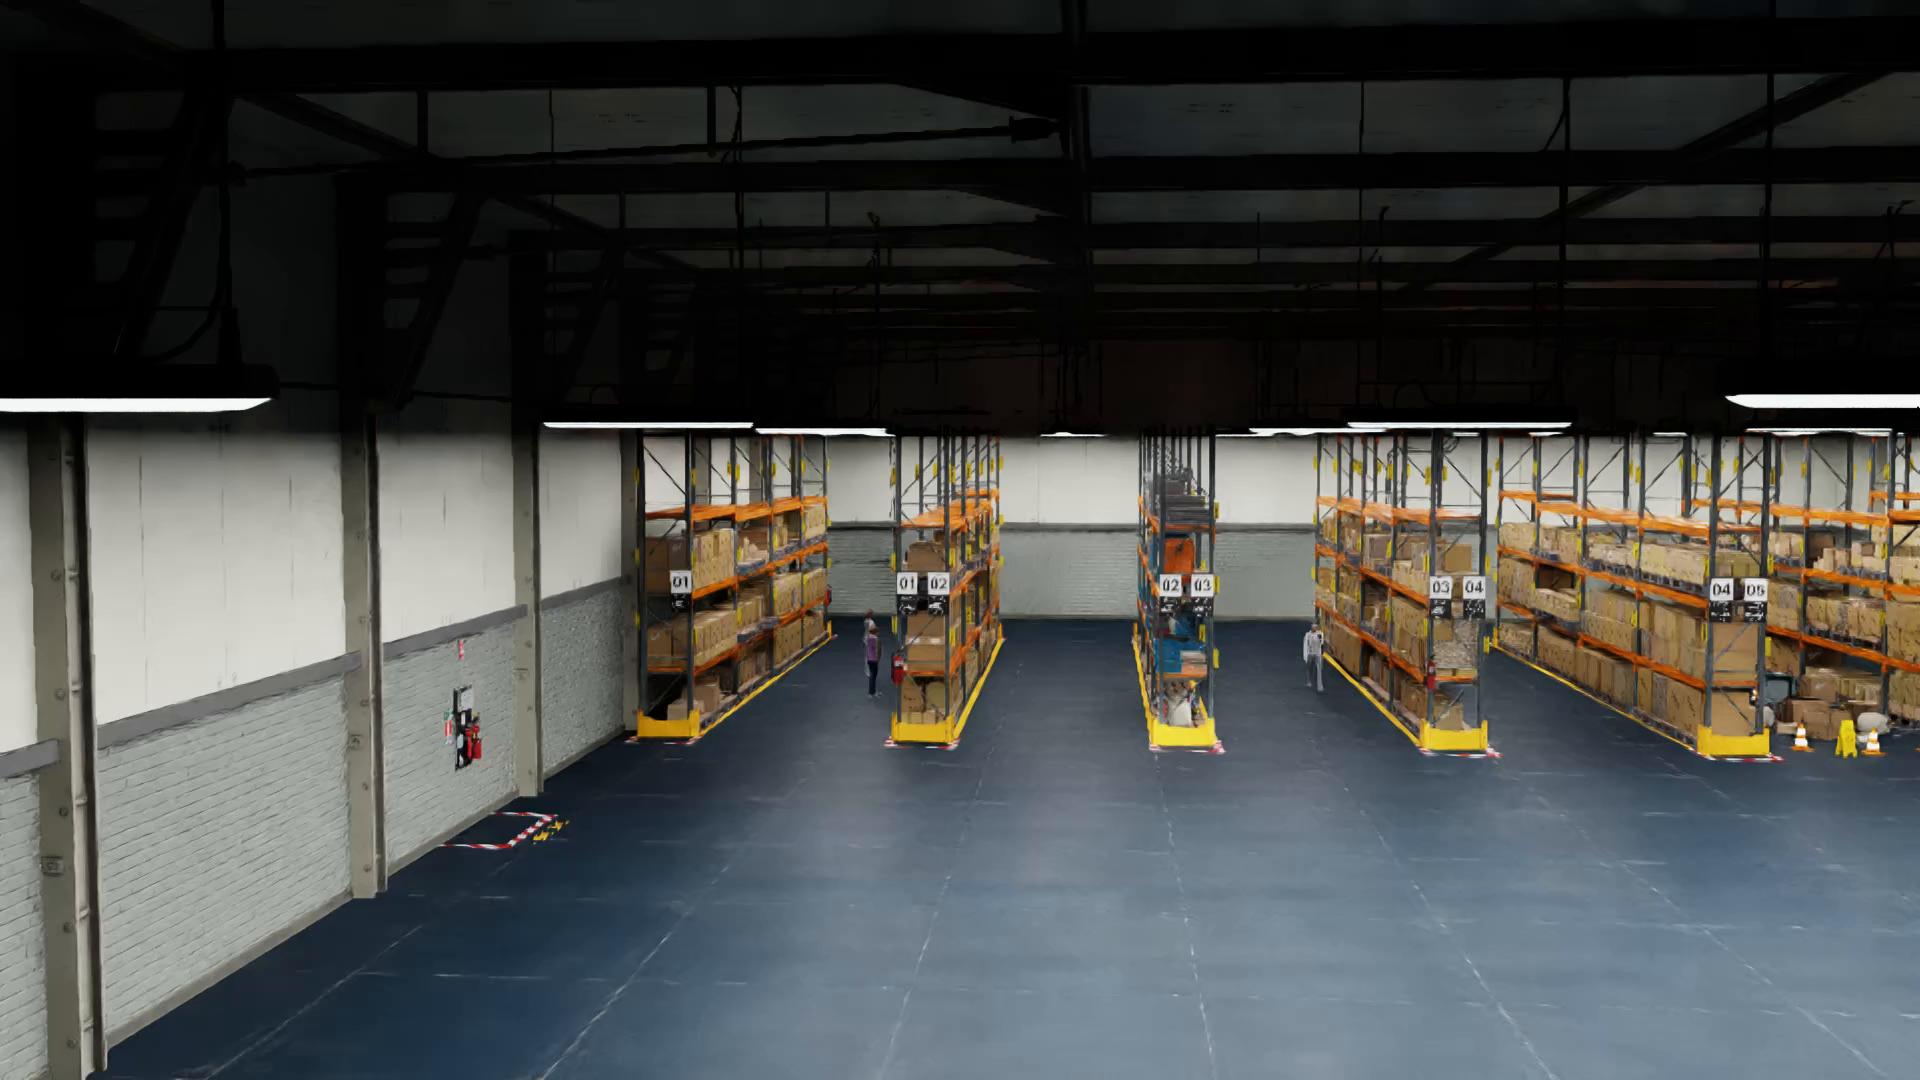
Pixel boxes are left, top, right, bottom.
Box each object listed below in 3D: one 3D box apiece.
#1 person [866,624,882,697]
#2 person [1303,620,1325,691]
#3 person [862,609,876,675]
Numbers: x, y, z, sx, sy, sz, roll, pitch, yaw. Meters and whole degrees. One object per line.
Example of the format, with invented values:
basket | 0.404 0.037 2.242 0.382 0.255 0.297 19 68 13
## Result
person | -1.884 2.668 36.852 0.399 1.602 0.469 -2 4 -27
person | 8.063 2.604 37.898 0.495 1.585 1.086 0 3 7
person | -2.158 2.467 40.180 0.406 1.600 0.468 -2 4 -24
